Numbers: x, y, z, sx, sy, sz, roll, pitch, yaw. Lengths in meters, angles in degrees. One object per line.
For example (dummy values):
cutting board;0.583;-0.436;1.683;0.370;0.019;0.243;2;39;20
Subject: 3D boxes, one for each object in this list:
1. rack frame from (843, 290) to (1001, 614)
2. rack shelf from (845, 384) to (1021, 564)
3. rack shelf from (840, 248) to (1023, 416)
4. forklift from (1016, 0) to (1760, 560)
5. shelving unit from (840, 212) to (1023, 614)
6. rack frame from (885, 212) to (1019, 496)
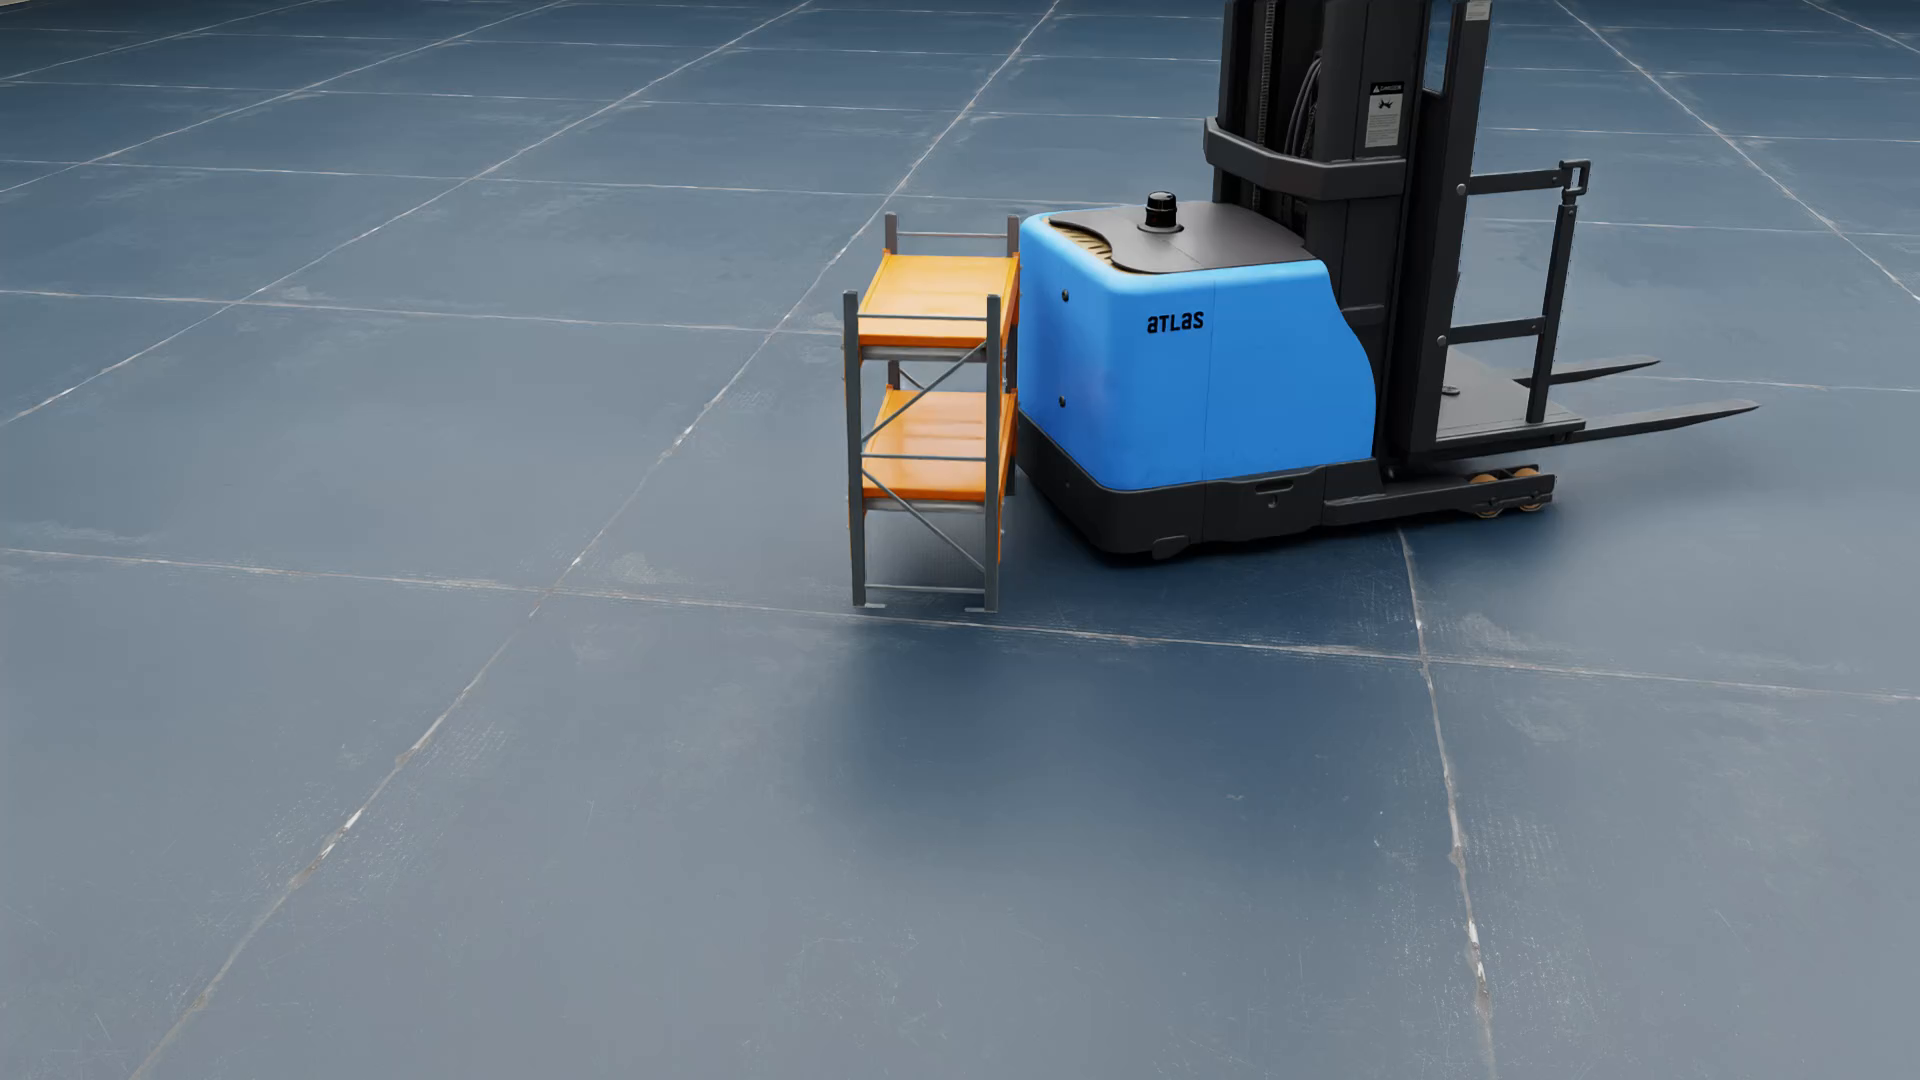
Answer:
rack frame;-0.121;-0.270;5.501;0.500;1.125;0.032;2;25;5
rack shelf;-0.076;-0.264;6.063;0.538;0.278;1.000;2;25;5
rack shelf;-0.076;-0.750;5.835;0.538;0.278;1.000;2;25;5
forklift;1.790;-1.615;6.243;3.031;2.935;1.130;-8;26;-17
shelving unit;-0.076;-0.485;5.959;0.538;1.125;1.048;2;25;5
rack frame;-0.030;-0.700;6.418;0.500;1.125;0.032;2;25;5
